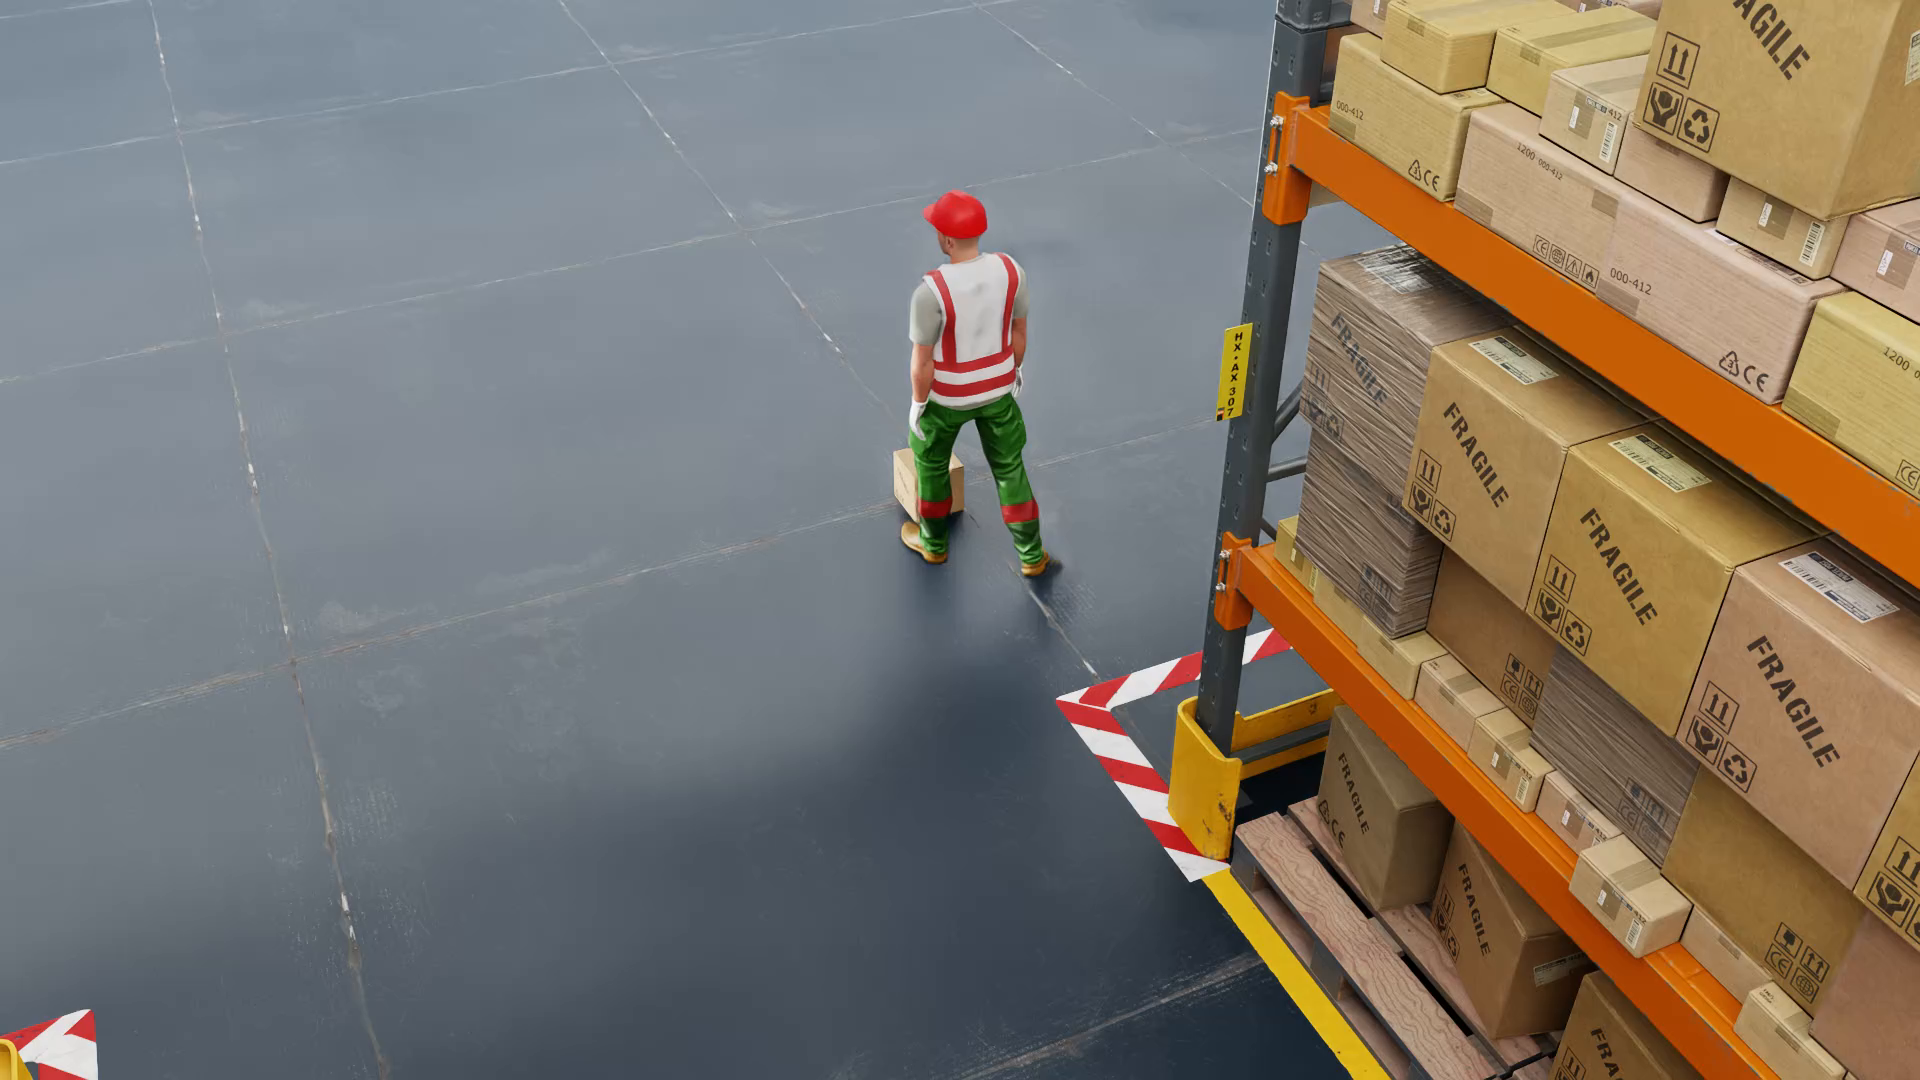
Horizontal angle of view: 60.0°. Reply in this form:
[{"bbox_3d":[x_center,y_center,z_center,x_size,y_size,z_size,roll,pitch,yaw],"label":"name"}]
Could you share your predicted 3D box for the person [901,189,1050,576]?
[{"bbox_3d":[0.064,-0.627,6.986,0.613,1.802,0.623,-16,40,-20],"label":"person"}]
